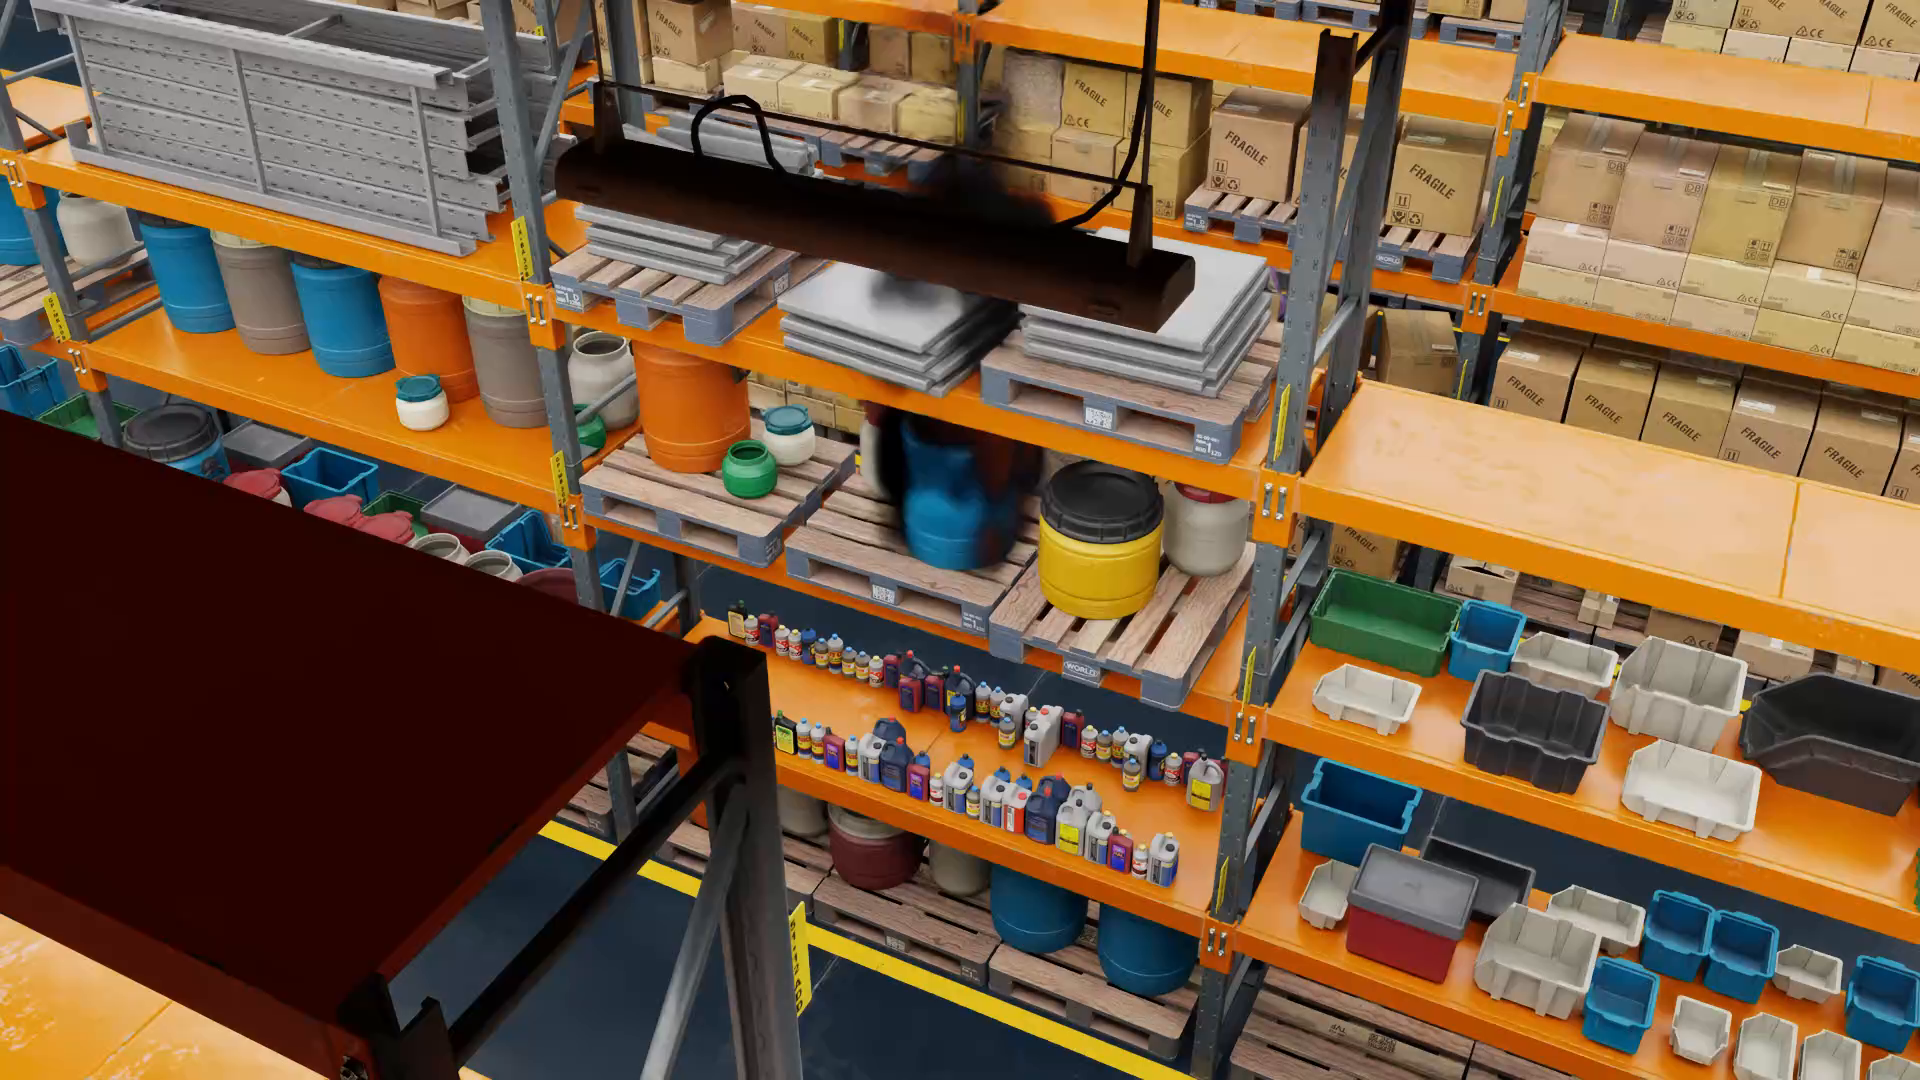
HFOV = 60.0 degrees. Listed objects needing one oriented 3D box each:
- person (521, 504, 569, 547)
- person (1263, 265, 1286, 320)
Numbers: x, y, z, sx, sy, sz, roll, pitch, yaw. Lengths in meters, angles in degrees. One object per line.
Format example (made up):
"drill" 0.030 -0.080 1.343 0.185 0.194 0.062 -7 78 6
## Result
"person" -3.036 -0.085 12.541 0.751 1.697 0.653 18 39 24
"person" 2.891 -2.124 15.590 0.690 1.541 0.506 16 38 22
